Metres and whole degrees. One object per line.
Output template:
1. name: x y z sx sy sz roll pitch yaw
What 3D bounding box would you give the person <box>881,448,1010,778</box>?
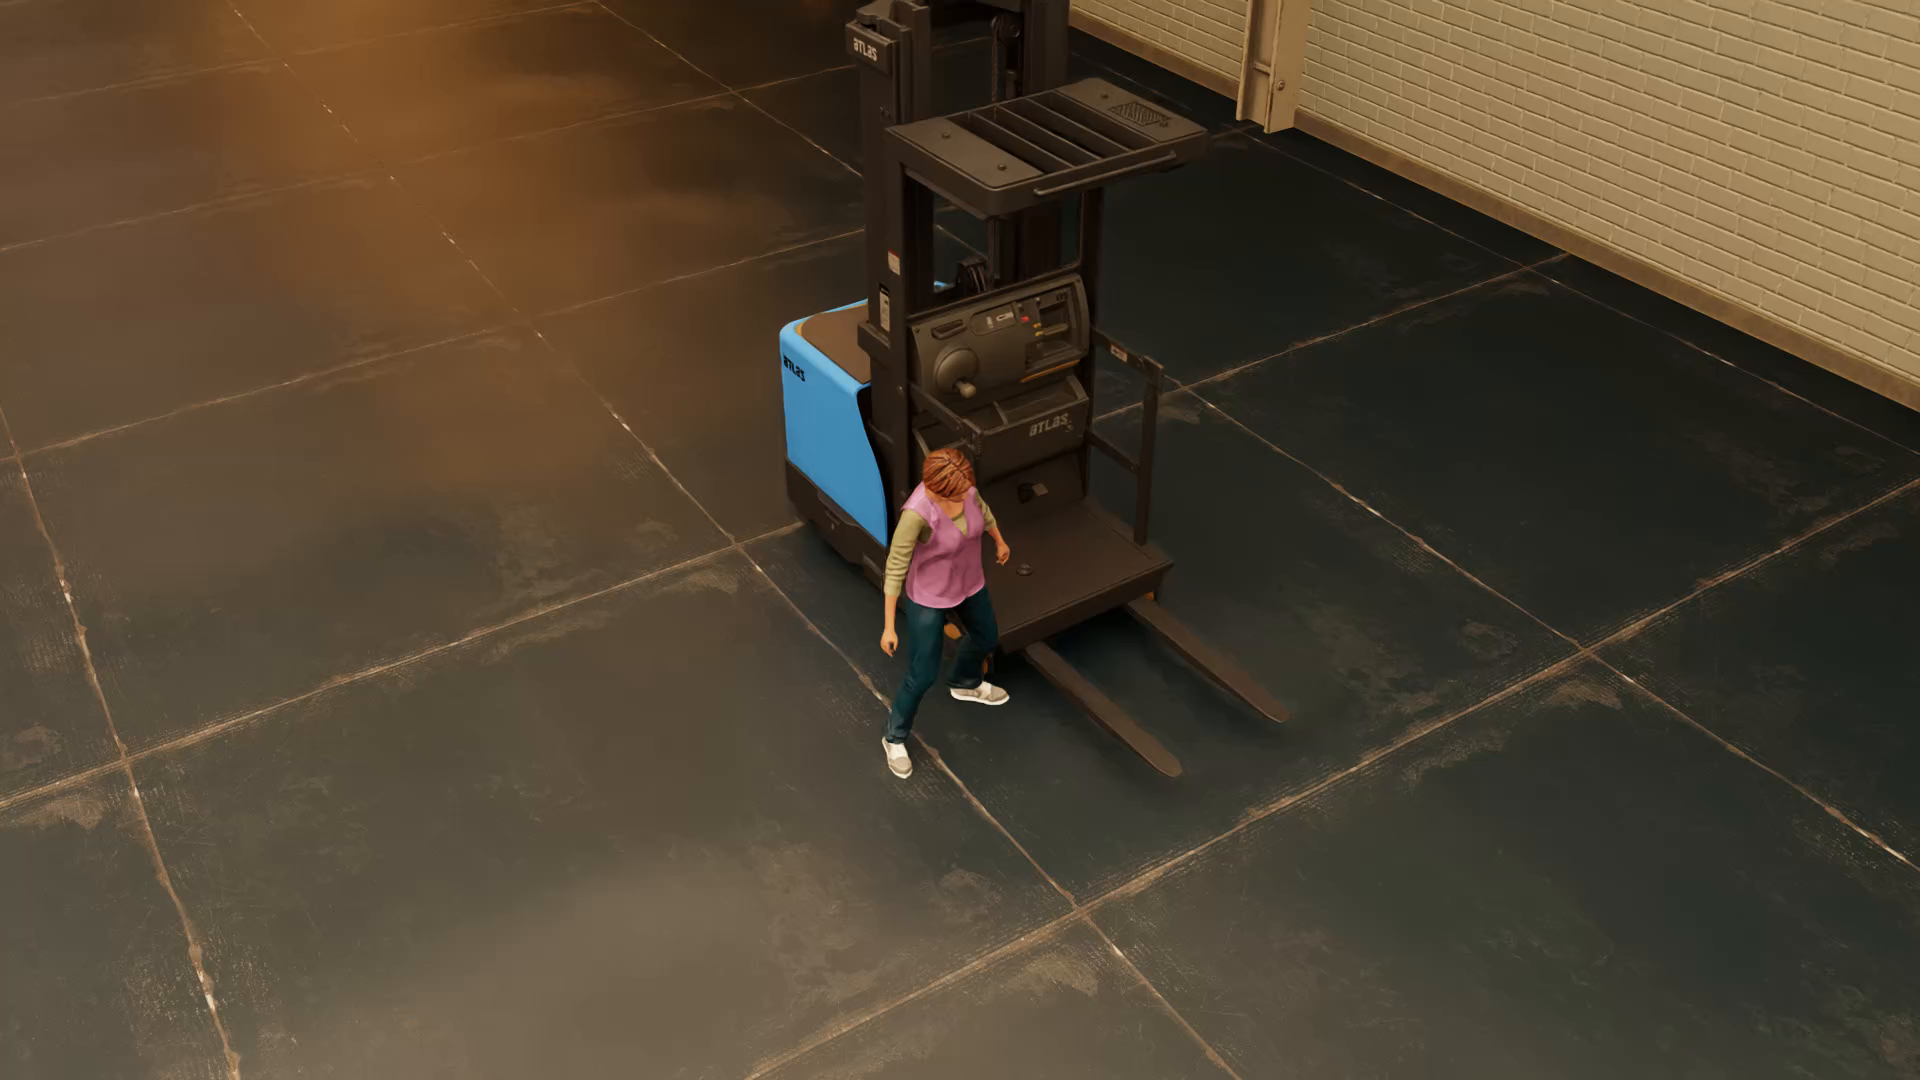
1. person: -0.058 0.239 7.031 0.360 1.557 0.782 28 44 34

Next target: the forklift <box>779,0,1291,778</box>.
1. forklift: 0.314 -0.859 7.370 1.130 2.935 3.031 -21 40 -27
